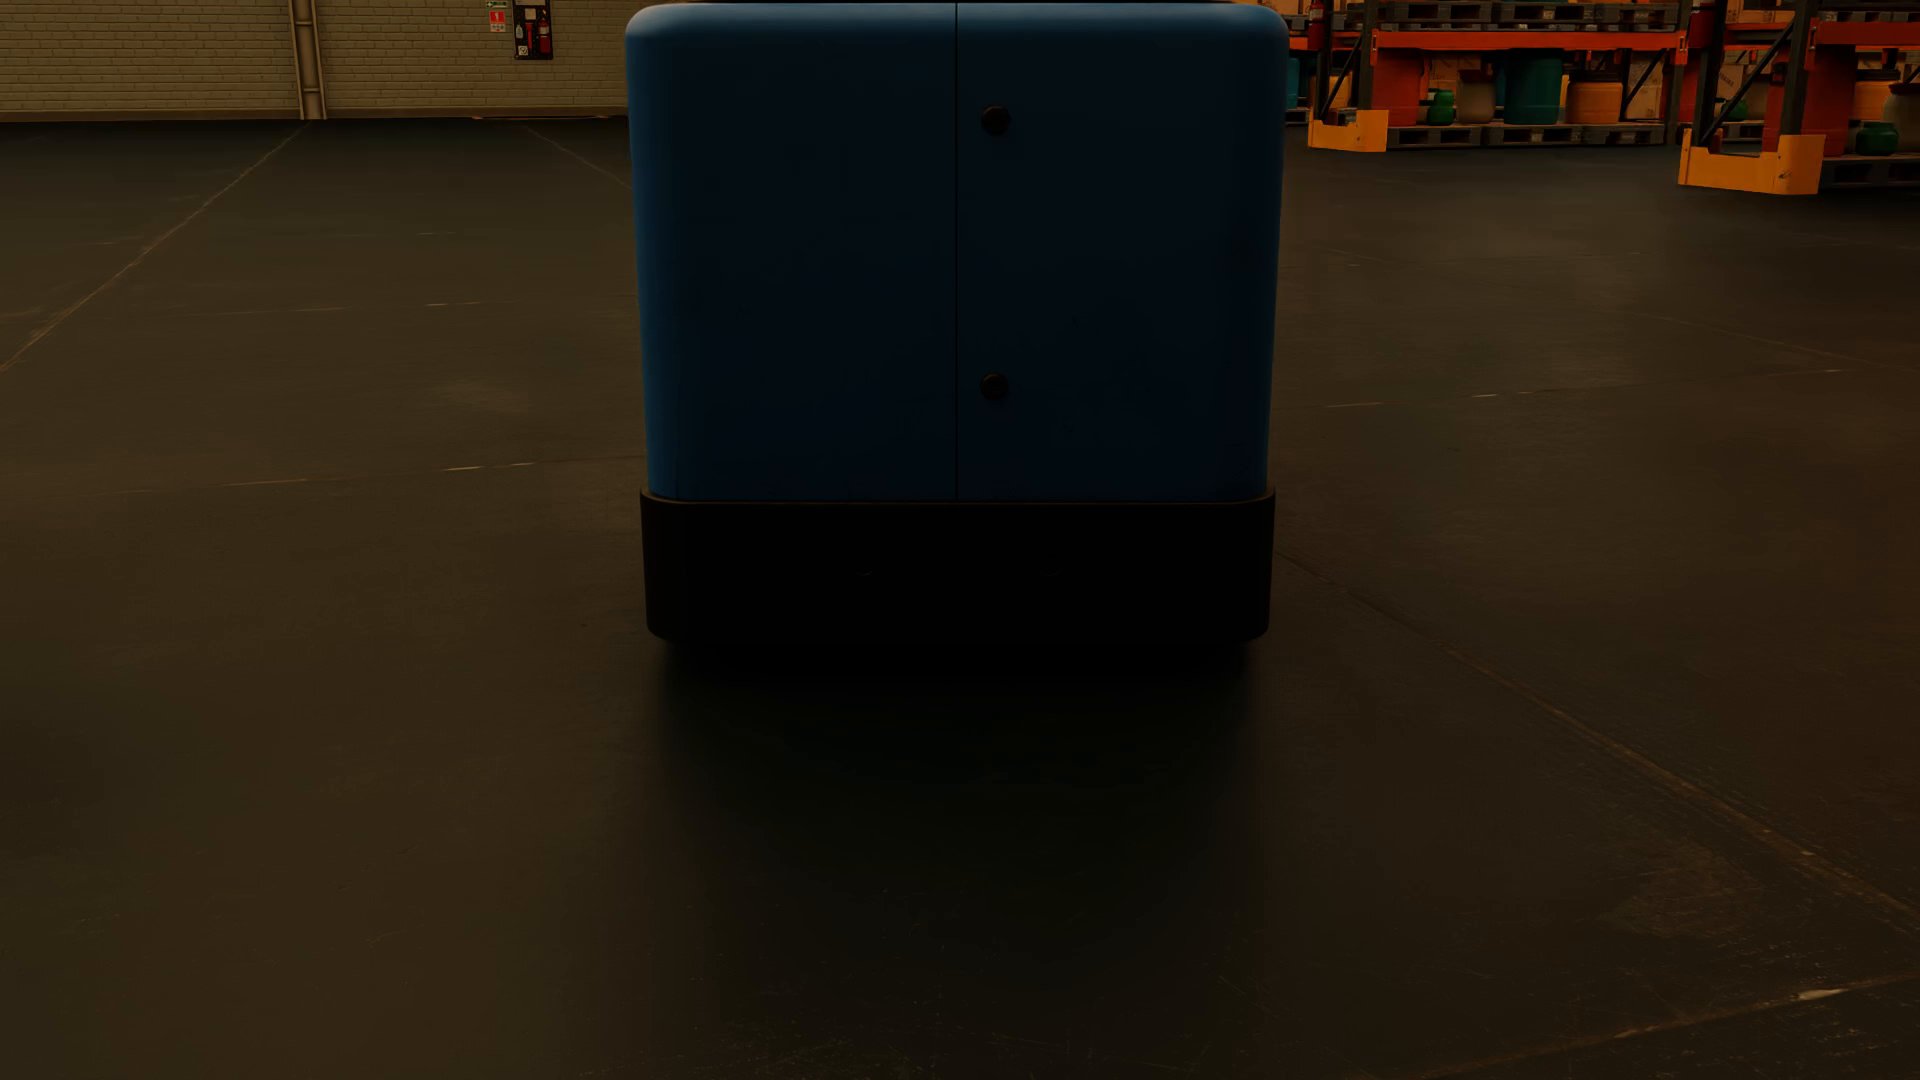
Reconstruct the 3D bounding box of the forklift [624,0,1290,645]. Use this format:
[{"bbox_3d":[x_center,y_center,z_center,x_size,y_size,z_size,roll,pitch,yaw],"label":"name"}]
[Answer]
[{"bbox_3d":[0.004,-1.590,3.783,1.130,2.935,3.031,0,16,0],"label":"forklift"}]
